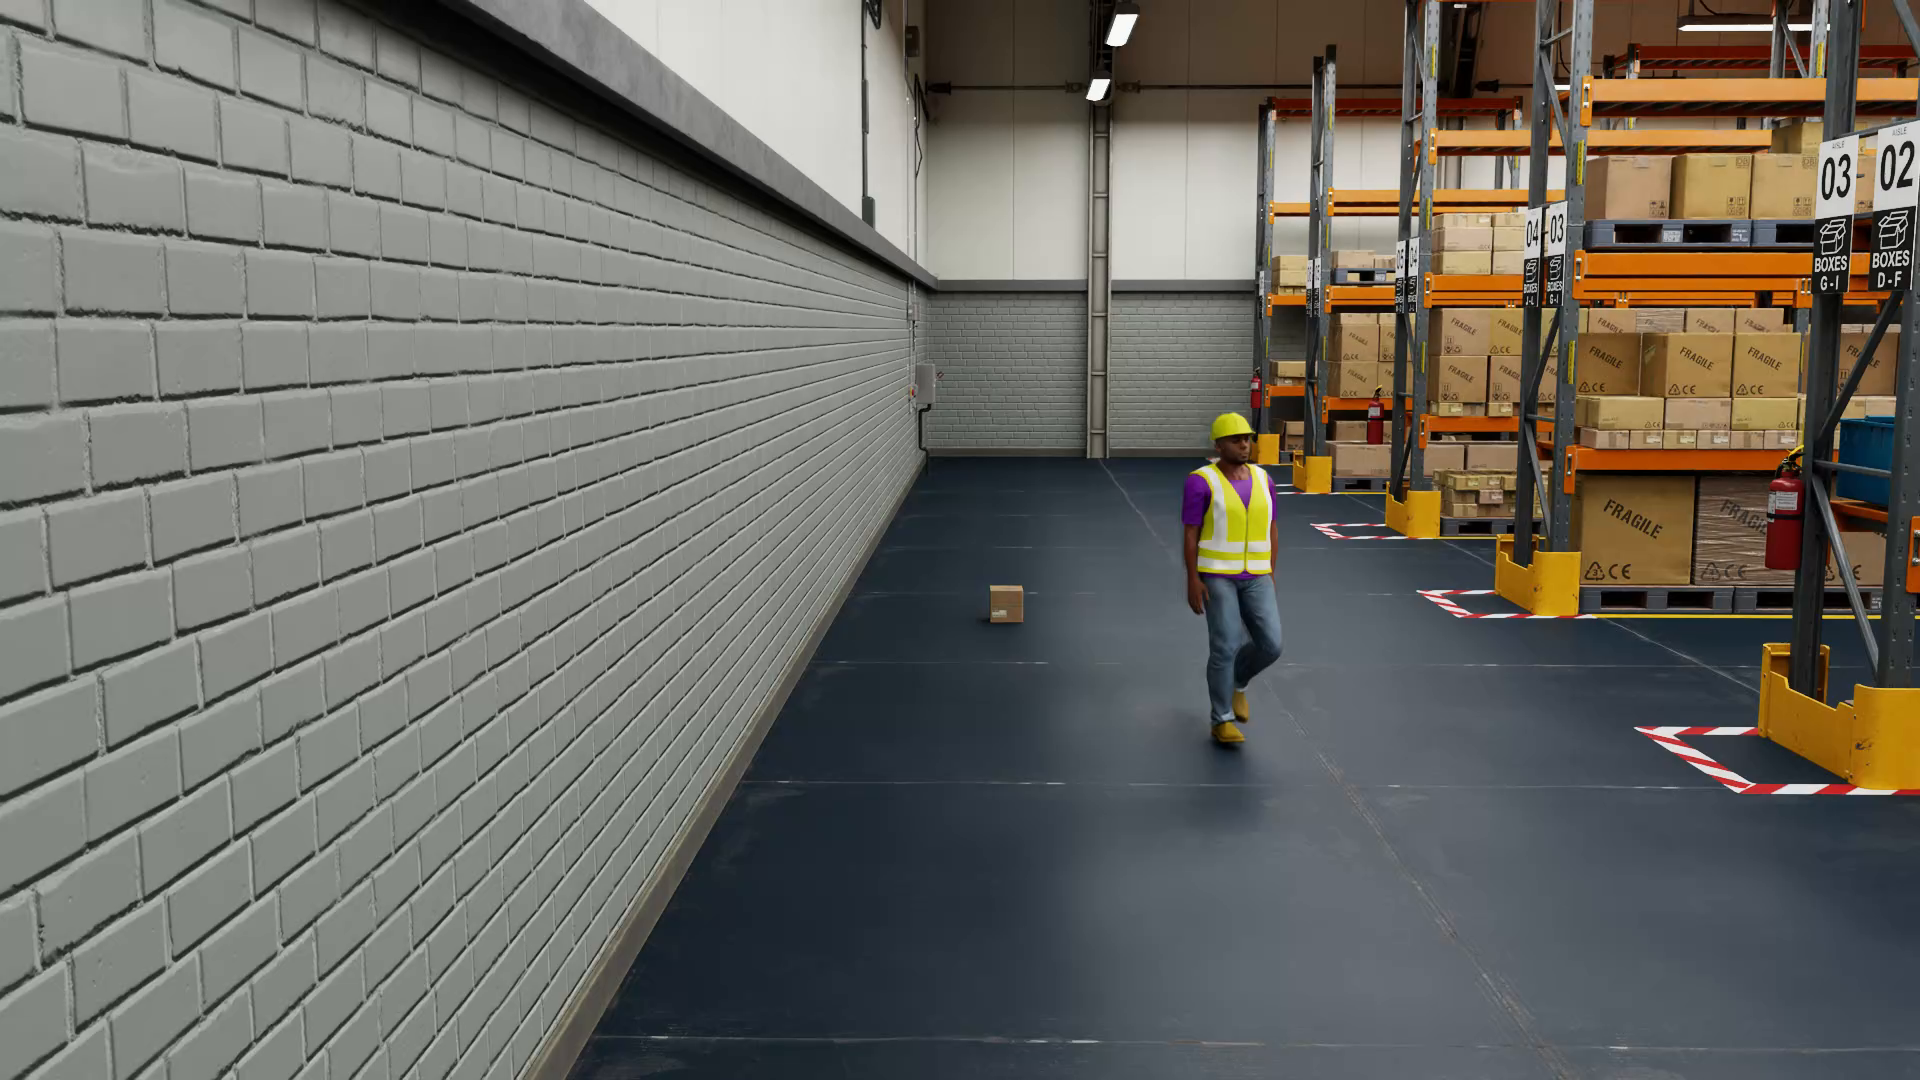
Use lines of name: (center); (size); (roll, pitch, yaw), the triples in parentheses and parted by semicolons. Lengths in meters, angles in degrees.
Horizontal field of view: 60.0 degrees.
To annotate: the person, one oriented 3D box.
person: (1.468, 0.191, 8.970); (0.570, 1.754, 0.530); (-2, 8, -17)
